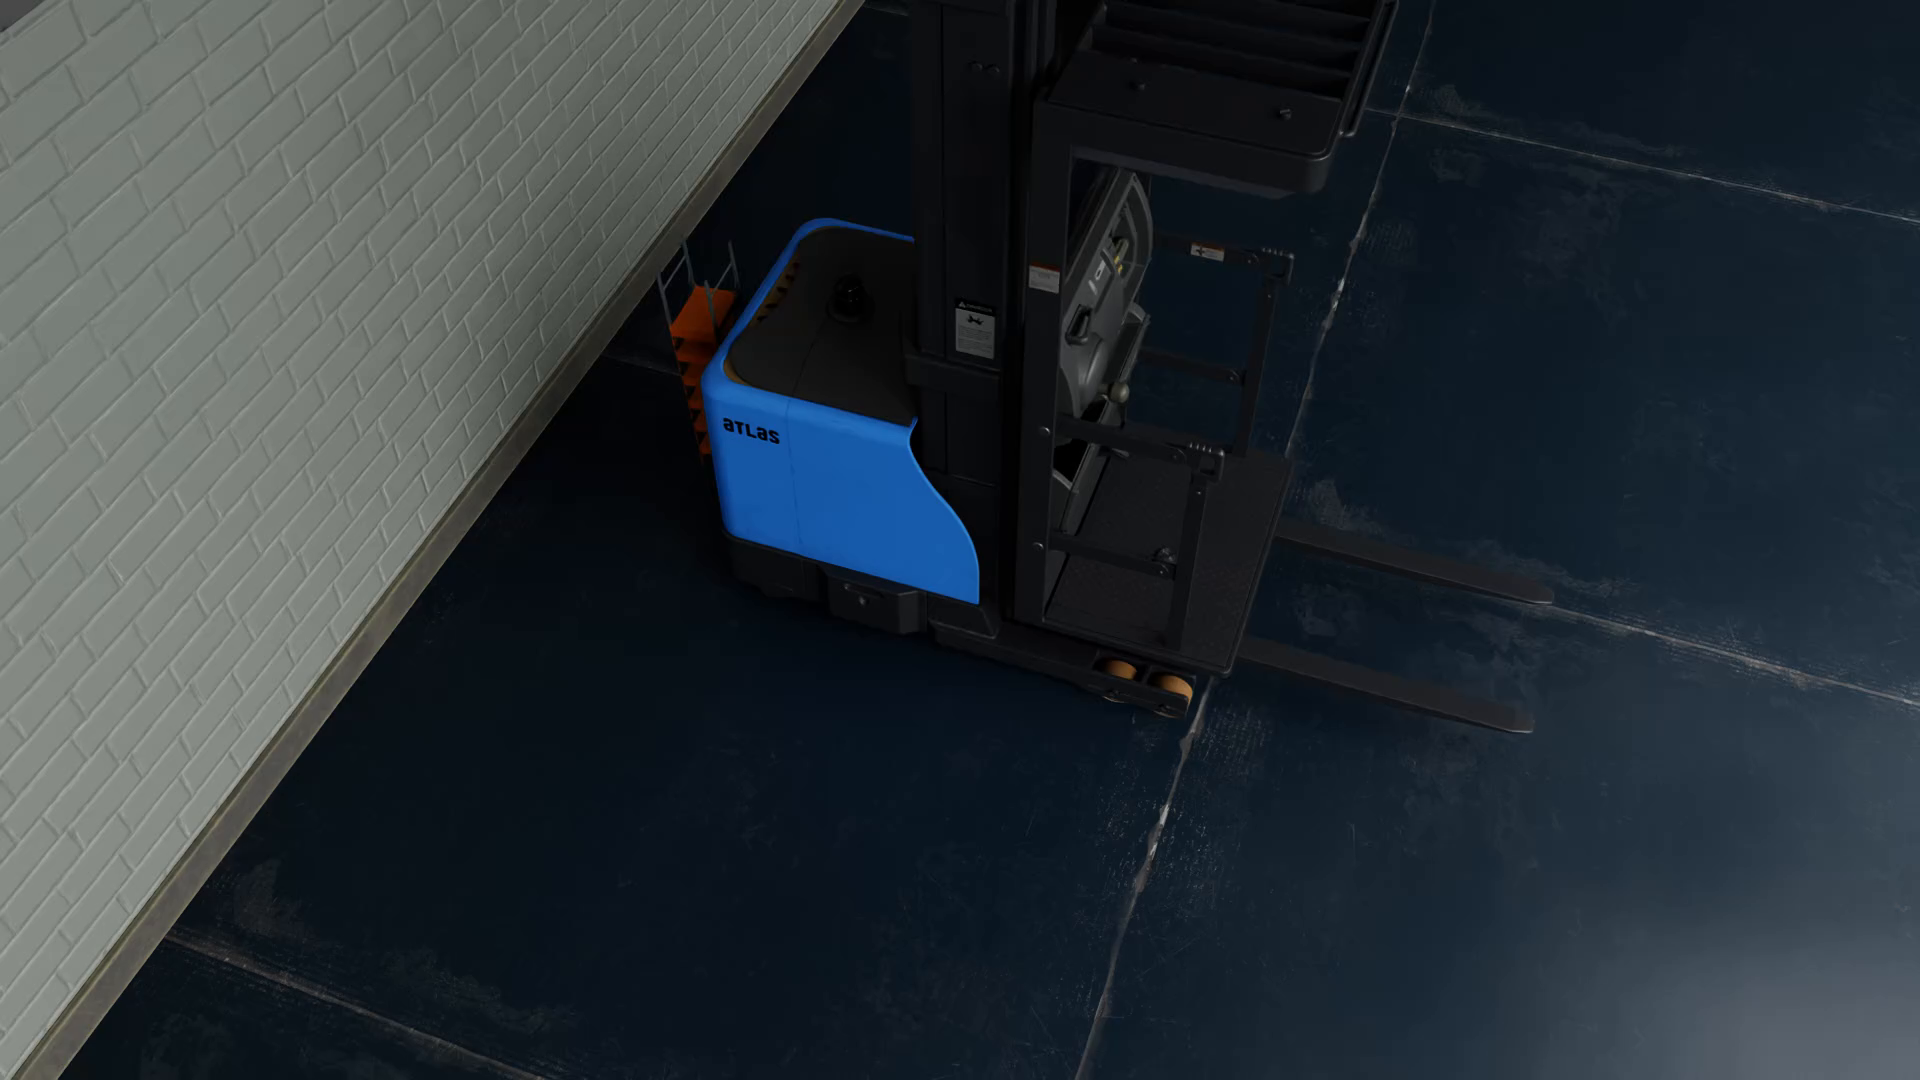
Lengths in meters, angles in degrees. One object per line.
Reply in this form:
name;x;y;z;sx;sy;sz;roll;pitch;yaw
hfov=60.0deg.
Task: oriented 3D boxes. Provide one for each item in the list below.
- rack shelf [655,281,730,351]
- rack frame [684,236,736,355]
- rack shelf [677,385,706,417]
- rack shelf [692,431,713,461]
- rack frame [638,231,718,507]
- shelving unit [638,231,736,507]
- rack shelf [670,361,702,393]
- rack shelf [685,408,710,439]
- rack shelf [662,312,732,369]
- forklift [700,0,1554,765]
rack shelf;-0.977;-0.824;6.112;0.180;0.103;0.258;10;50;17
rack frame;-0.858;-0.594;6.314;0.006;1.200;0.240;10;50;17
rack shelf;-0.939;-0.579;6.374;0.180;0.103;0.258;10;50;17
rack shelf;-0.914;-0.417;6.548;0.180;0.103;0.258;10;50;17
rack frame;-1.030;-0.625;6.369;0.006;1.200;0.240;10;50;17
shelving unit;-0.944;-0.610;6.342;0.189;1.200;0.258;10;50;17
rack shelf;-0.952;-0.661;6.287;0.180;0.103;0.258;10;50;17
rack shelf;-0.926;-0.498;6.461;0.180;0.103;0.258;10;50;17
rack shelf;-0.964;-0.742;6.199;0.180;0.103;0.258;10;50;17
forklift;0.647;-0.740;5.318;3.031;2.935;1.130;18;52;15
